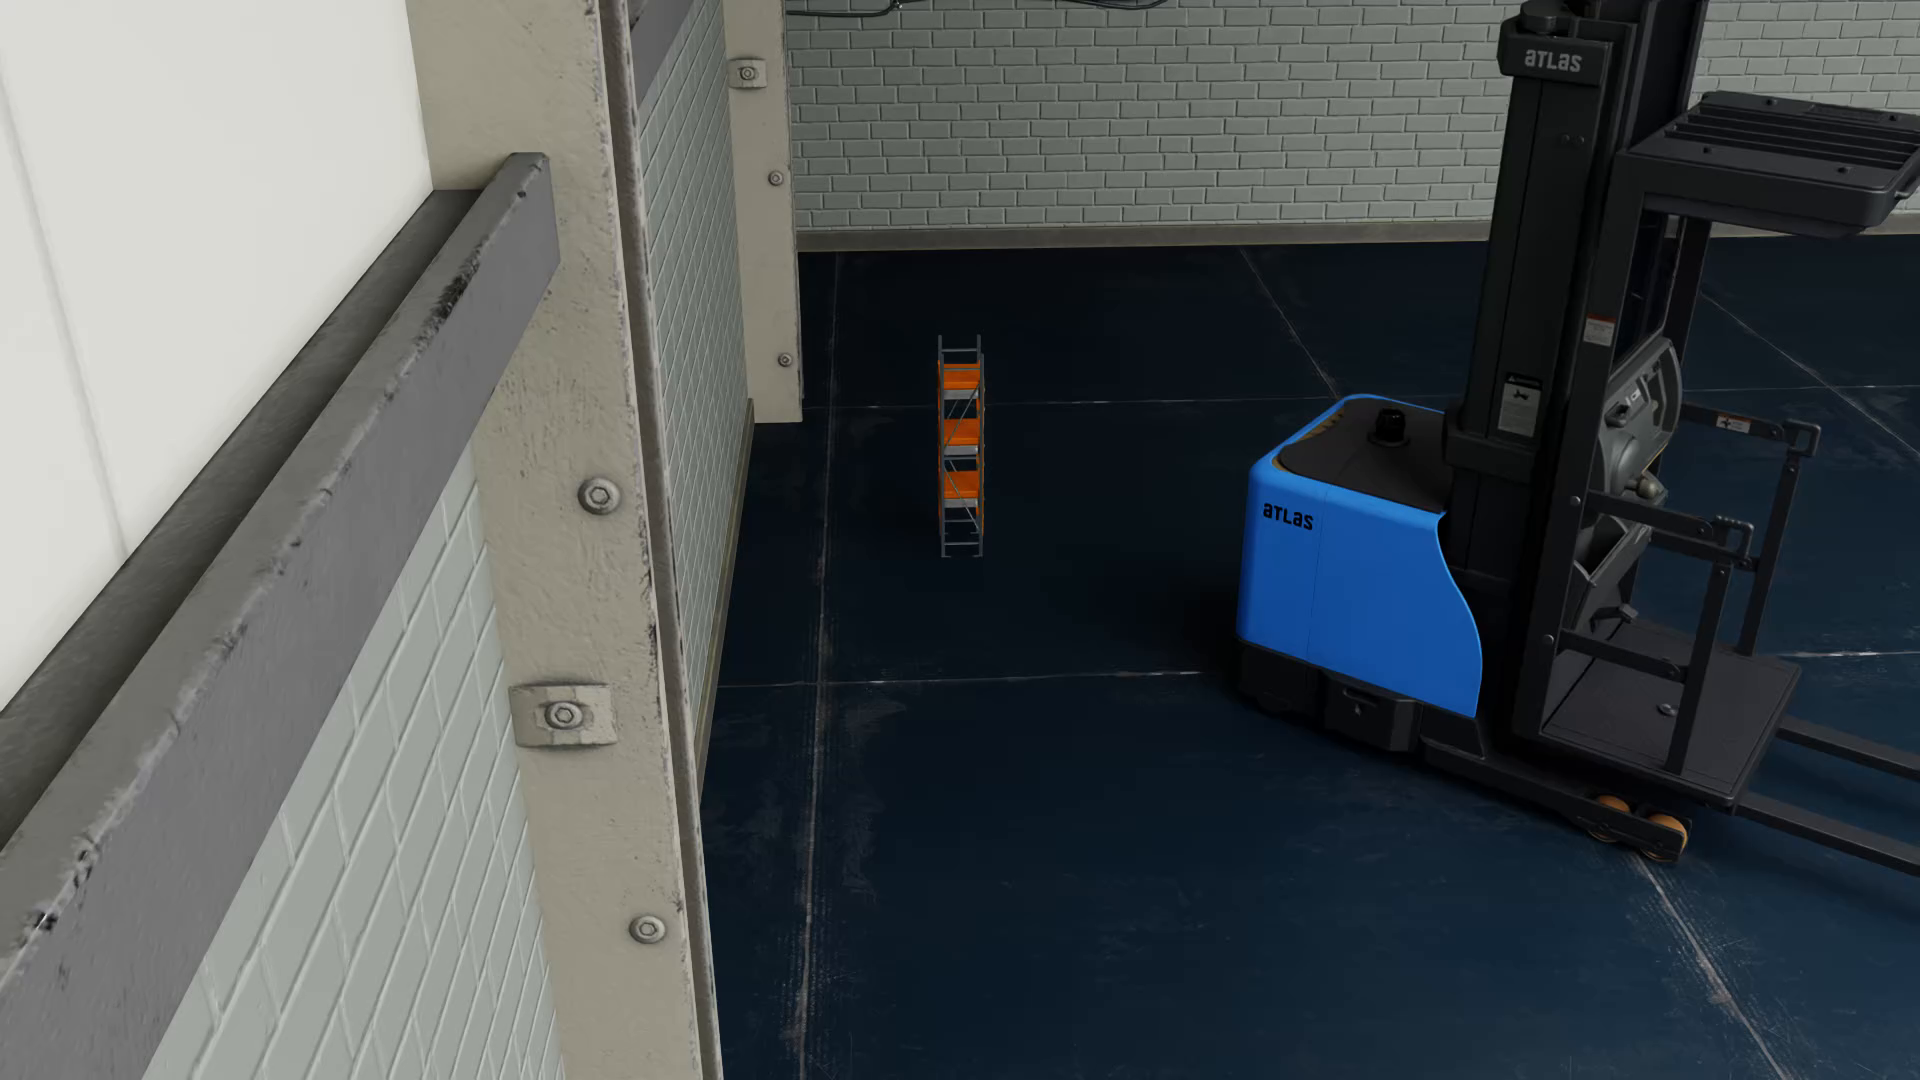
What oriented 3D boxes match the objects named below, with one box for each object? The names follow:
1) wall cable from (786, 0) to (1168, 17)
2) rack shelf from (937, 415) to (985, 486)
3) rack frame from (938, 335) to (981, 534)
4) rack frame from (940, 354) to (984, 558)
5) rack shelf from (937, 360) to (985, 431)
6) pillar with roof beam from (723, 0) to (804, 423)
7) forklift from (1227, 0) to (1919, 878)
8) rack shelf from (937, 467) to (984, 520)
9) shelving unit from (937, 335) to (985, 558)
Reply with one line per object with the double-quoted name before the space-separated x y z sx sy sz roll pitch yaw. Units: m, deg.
"wall cable" 0.095 -4.772 11.026 3.097 2.526 0.112 -1 28 -3
"rack shelf" 0.003 -0.431 7.965 0.215 0.259 0.240 -1 28 -3
"rack frame" -0.004 -0.497 8.068 0.200 1.050 0.008 -1 28 -3
"rack frame" 0.009 -0.384 7.852 0.200 1.050 0.008 -1 28 -3
"rack shelf" 0.003 -0.683 7.833 0.215 0.259 0.240 -1 28 -3
"pillar with roof beam" 3.227 -4.860 7.838 9.100 9.000 0.400 -1 28 -3
"forklift" 2.609 -0.415 5.876 3.031 2.935 1.130 19 33 32
"rack shelf" 0.003 -0.185 8.093 0.215 0.259 0.240 -1 28 -3
"shelving unit" 0.003 -0.441 7.960 0.215 1.050 0.252 -1 28 -3
